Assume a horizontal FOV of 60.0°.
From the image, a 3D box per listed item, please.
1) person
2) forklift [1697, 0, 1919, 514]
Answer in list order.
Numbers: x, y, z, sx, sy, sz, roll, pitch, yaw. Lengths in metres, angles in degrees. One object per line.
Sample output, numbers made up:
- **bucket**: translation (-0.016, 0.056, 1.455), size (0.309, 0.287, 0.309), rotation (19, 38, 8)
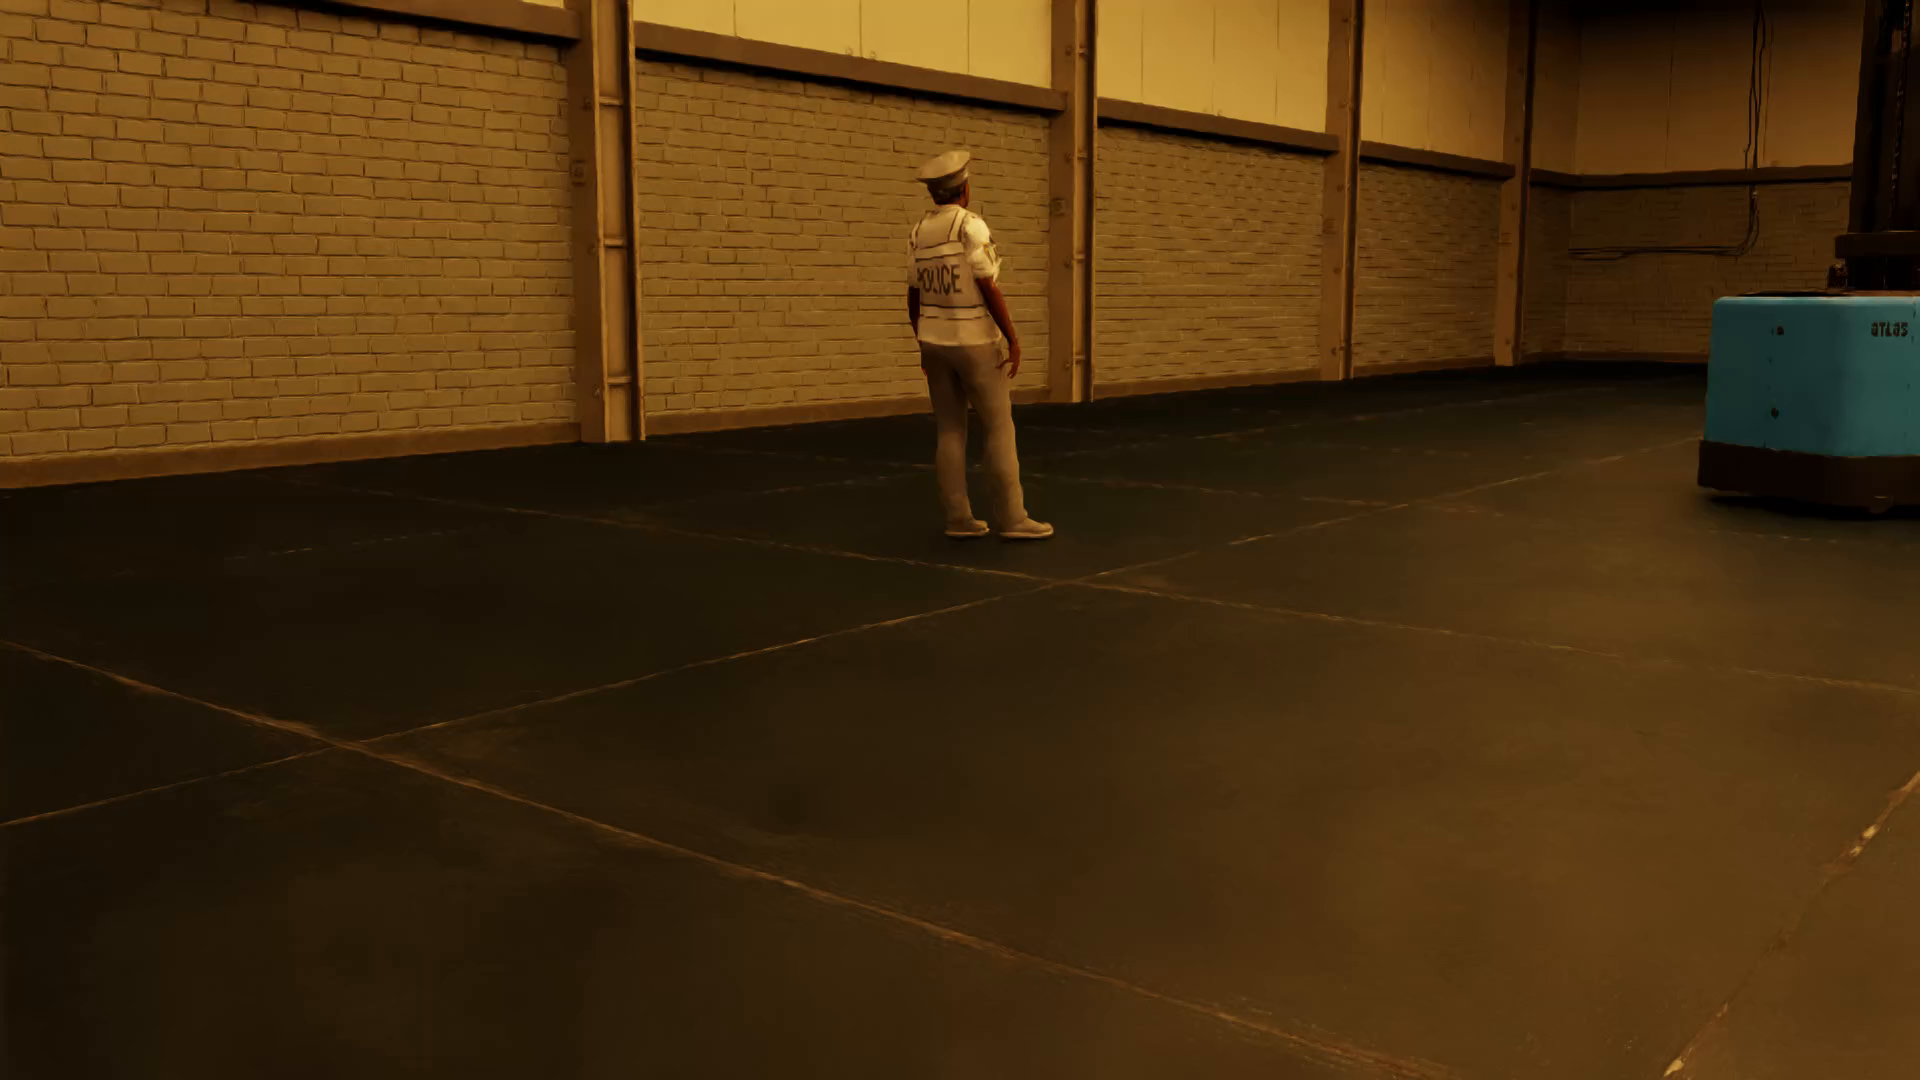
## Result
- **person**: translation (0.062, -0.851, 7.327), size (0.570, 1.693, 0.529), rotation (7, 11, 38)
- **forklift**: translation (5.538, -1.669, 8.689), size (3.031, 2.935, 1.130), rotation (-2, 9, -15)
